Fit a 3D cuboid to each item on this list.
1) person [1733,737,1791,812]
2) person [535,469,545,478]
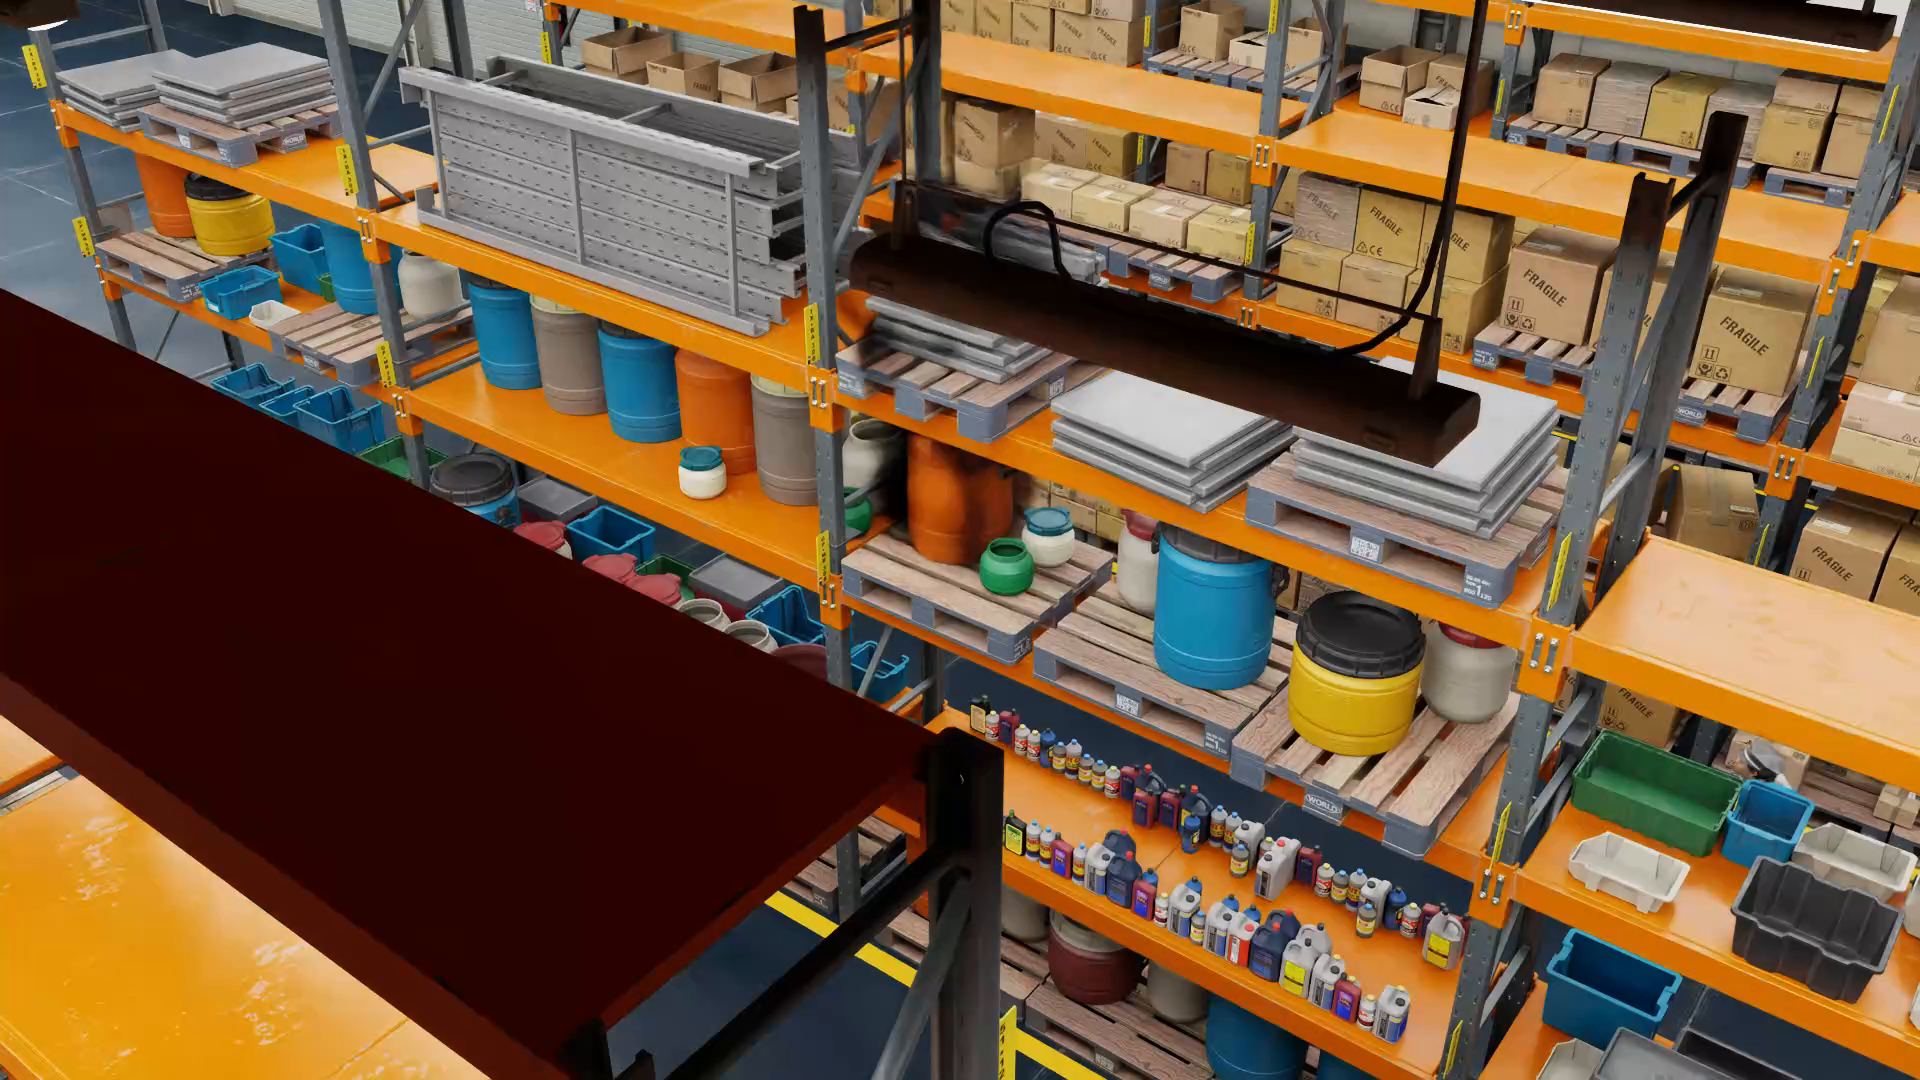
[{"bbox_3d":[4.903,1.915,10.575,0.554,1.624,0.612,16,35,24],"label":"person"},{"bbox_3d":[-3.668,-0.616,14.748,0.571,1.623,0.566,25,39,35],"label":"person"}]
